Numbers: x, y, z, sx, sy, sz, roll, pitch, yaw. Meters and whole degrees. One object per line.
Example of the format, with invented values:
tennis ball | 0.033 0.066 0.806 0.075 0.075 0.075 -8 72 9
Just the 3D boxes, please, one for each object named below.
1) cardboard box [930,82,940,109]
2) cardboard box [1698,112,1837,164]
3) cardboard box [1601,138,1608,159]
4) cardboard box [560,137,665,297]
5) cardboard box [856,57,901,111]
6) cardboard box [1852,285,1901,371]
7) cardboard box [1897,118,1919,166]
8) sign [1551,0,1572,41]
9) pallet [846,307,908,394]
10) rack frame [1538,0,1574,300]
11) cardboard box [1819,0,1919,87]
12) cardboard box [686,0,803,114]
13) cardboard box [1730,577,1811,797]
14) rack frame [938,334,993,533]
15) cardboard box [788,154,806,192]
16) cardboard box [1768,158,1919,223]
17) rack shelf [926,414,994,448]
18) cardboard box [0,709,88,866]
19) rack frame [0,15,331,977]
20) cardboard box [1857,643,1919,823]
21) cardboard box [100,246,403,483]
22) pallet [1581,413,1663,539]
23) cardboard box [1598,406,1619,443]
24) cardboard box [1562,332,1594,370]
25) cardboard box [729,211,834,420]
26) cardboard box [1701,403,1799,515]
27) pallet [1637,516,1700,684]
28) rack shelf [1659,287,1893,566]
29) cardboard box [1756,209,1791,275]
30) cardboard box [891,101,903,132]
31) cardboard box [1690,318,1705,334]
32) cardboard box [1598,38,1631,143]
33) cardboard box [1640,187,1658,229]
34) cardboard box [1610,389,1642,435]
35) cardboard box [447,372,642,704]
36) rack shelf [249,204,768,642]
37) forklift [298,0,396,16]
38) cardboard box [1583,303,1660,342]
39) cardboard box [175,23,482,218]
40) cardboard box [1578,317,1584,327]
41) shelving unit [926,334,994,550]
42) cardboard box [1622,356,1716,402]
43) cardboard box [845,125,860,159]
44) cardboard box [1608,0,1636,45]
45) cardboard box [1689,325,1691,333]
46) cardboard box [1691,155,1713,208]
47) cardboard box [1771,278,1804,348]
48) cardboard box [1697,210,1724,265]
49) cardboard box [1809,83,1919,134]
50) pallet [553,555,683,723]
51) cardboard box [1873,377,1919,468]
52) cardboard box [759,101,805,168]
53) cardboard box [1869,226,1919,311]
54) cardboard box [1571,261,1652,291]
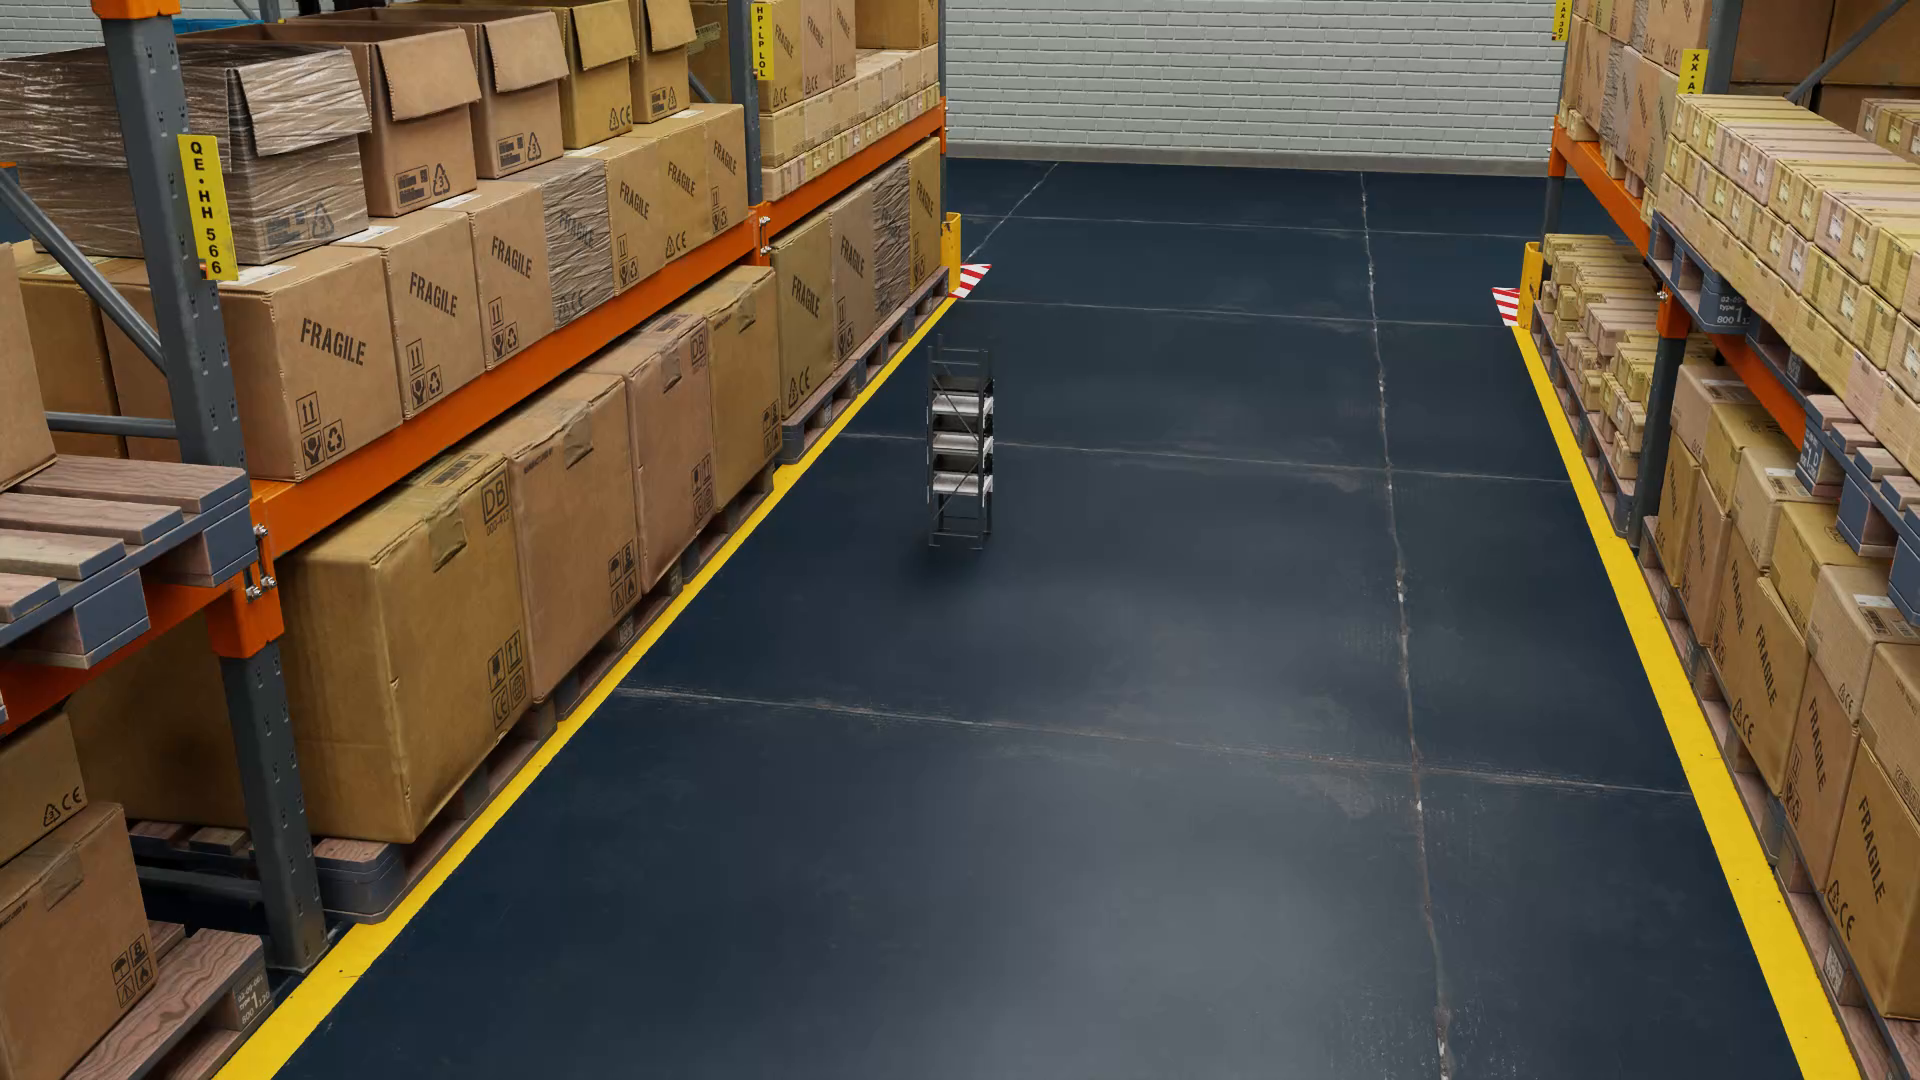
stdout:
cardboard box | -0.347 -2.937 10.968 0.380 0.149 0.250 5 22 12
cardboard box | 2.786 -1.381 5.744 0.380 0.149 0.250 5 22 11
cardboard box | 3.657 -2.103 8.896 0.380 0.149 0.250 4 22 10
cardboard box | -1.448 -1.229 6.256 0.500 0.500 0.500 4 22 10
cardboard box | -0.643 -2.709 9.866 0.500 0.250 0.500 4 22 9
cardboard box | 2.365 -0.494 3.941 0.380 0.149 0.250 5 22 12
cardboard box | 3.423 -1.331 5.621 0.380 0.149 0.250 4 22 9
sign | 3.707 -3.237 10.217 0.100 0.325 0.005 4 22 11
pallet | -0.934 -1.172 9.982 1.003 0.211 1.213 4 22 11
rack frame | 4.239 -2.794 10.276 1.000 3.000 0.127 4 22 11
cardboard box | 3.753 -2.126 6.747 0.500 0.500 0.500 5 22 12
cardboard box | -1.065 -2.318 7.893 0.500 0.500 0.500 4 22 11
cardboard box | 2.686 0.451 5.001 0.500 0.500 0.500 3 22 9
rack frame | 0.022 -0.458 7.285 0.240 0.900 0.006 4 22 11
cardboard box | -0.973 -1.809 8.166 0.380 0.149 0.250 4 22 9
cardboard box | 2.577 -1.005 4.811 0.380 0.149 0.250 5 23 13
rack shelf | 0.002 -0.473 7.172 0.258 0.077 0.200 4 22 11
cardboard box | -2.336 0.571 3.673 0.500 0.250 0.500 5 23 13
rack frame | -2.229 -0.283 4.042 1.000 3.000 0.127 4 22 11
cardboard box | 2.489 0.478 3.931 0.500 0.250 0.500 4 22 10
cardboard box | -1.863 -0.487 4.413 0.500 0.500 0.500 5 22 12
pallet | 3.525 -0.286 7.781 1.003 0.211 1.213 4 22 11
cardboard box | 3.294 -0.563 7.991 0.380 0.149 0.250 4 22 9
cardboard box | 3.547 -1.036 9.164 0.380 0.149 0.250 3 22 8
cardboard box | -1.200 -1.191 8.577 0.875 0.875 0.875 4 22 11
cardboard box | 2.907 -0.269 5.787 0.500 0.250 0.500 5 22 12
pallet | 3.265 0.247 6.458 1.003 0.211 1.213 4 22 11
rack shelf | 3.014 -0.266 4.962 1.077 0.370 4.000 4 22 11
cardboard box | 2.575 -0.866 4.866 0.380 0.149 0.250 4 22 10
cardboard box | -0.554 -2.564 10.040 0.380 0.149 0.250 4 22 10
cardboard box | 3.951 -1.072 8.458 0.380 0.149 0.250 4 22 9
cardboard box | 3.582 -2.273 8.449 0.500 0.500 0.500 4 22 10
cardboard box | 3.197 -1.440 7.249 0.380 0.149 0.250 4 22 9
cardboard box | 3.218 -0.581 7.637 0.380 0.149 0.250 3 22 8
cardboard box | -1.878 -0.069 5.791 1.225 0.875 0.875 5 22 11
rack shelf | -1.821 -0.681 5.993 1.077 0.370 4.000 4 22 11
forklift | -3.211 -2.276 9.081 1.130 2.935 3.031 7 23 17
cardboard box | 3.434 -1.112 8.558 0.380 0.149 0.250 4 22 9
cardboard box | -1.928 -1.299 5.088 0.797 0.503 0.637 5 22 12
cardboard box | 3.686 -1.251 9.299 0.380 0.149 0.250 3 22 8
shelving unit | 0.002 -0.420 7.193 0.258 0.900 0.210 4 22 11
cardboard box | 3.253 -0.726 7.599 0.380 0.149 0.250 5 22 12
cardboard box | -0.763 -2.187 9.104 0.380 0.149 0.250 5 22 12
cardboard box | 3.562 -2.738 8.267 0.500 0.500 0.500 4 22 9
cardboard box | 4.142 -1.117 8.967 0.380 0.149 0.250 6 23 14
cardboard box | 2.788 -1.249 5.816 0.380 0.149 0.250 5 22 12
cardboard box | 2.524 -0.631 4.679 0.380 0.149 0.250 5 23 13
cardboard box | 2.734 -1.016 5.635 0.380 0.149 0.250 5 22 11
cardboard box | 3.770 -1.678 6.972 0.500 0.500 0.500 4 22 10
pallet | -1.743 0.283 6.369 1.003 0.211 1.213 4 22 11
cardboard box | 2.309 -0.253 3.740 0.380 0.149 0.250 4 22 11
cardboard box | -1.060 -1.967 8.024 0.500 0.250 0.500 4 22 10
cardboard box | 2.364 -0.624 3.866 0.380 0.149 0.250 5 23 13
cardboard box | 3.714 -1.487 9.489 0.380 0.149 0.250 3 22 8
